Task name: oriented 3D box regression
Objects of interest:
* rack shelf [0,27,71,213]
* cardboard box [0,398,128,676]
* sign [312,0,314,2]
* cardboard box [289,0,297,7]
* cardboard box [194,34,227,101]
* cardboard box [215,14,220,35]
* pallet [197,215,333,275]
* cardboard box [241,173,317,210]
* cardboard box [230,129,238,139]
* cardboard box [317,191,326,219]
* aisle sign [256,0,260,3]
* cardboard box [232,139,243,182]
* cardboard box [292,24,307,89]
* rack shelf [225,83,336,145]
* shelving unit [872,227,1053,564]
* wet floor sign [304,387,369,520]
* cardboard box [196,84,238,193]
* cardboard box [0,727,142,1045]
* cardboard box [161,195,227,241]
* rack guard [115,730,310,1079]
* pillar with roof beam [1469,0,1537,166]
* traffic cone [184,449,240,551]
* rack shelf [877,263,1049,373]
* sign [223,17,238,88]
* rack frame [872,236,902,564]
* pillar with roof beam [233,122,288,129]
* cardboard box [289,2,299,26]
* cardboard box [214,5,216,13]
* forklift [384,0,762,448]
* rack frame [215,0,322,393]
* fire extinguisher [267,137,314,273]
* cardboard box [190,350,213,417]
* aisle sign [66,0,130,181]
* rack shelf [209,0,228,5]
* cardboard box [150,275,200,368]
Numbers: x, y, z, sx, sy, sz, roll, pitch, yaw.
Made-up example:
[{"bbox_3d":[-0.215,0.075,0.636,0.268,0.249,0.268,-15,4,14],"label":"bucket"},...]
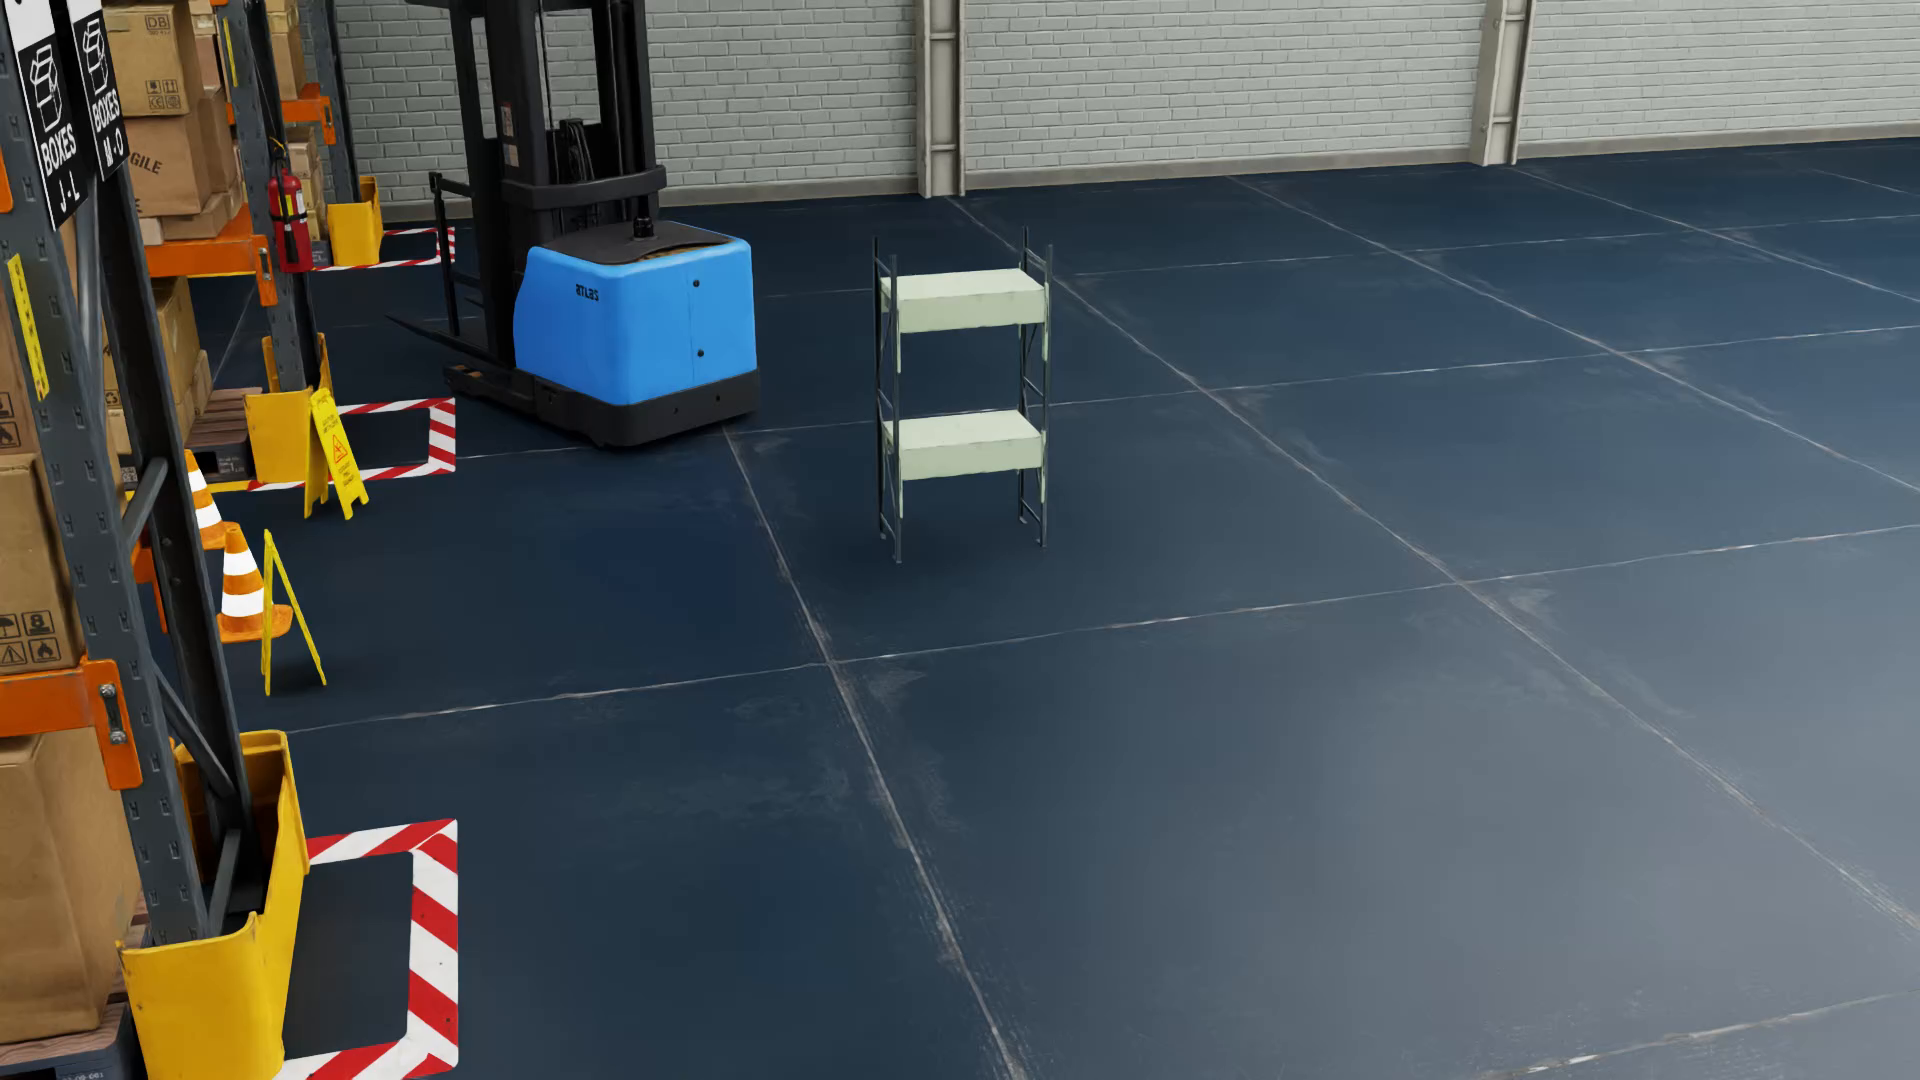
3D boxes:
[{"bbox_3d":[-4.191,-0.888,3.623,4.000,0.370,1.077,-6,24,-14],"label":"rack shelf"},{"bbox_3d":[-2.611,-0.065,4.407,0.550,0.550,0.875,-6,24,-14],"label":"cardboard box"},{"bbox_3d":[-4.911,-4.239,12.556,0.005,0.325,0.100,-6,24,-14],"label":"sign"},{"bbox_3d":[-5.426,-4.332,13.214,0.250,0.149,0.380,-7,24,-15],"label":"cardboard box"},{"bbox_3d":[-5.949,-3.648,12.820,0.500,0.500,0.500,-6,24,-13],"label":"cardboard box"},{"bbox_3d":[-5.541,-3.968,12.744,0.250,0.149,0.380,-6,24,-14],"label":"cardboard box"},{"bbox_3d":[-5.770,-2.427,13.638,1.213,0.211,1.003,-6,24,-14],"label":"pallet"},{"bbox_3d":[-5.429,-2.794,13.278,0.500,0.250,0.500,-7,24,-15],"label":"cardboard box"},{"bbox_3d":[-6.039,-3.161,13.498,0.500,0.250,0.500,-6,24,-14],"label":"cardboard box"},{"bbox_3d":[-5.570,-2.757,13.825,0.500,0.250,0.500,-6,24,-14],"label":"cardboard box"},{"bbox_3d":[-3.724,-3.240,8.701,0.004,0.787,0.394,-6,24,-14],"label":"aisle sign"},{"bbox_3d":[-5.894,-2.970,13.055,0.500,0.250,0.500,-6,24,-13],"label":"cardboard box"},{"bbox_3d":[-5.597,-3.904,13.418,0.500,0.500,0.500,-6,24,-13],"label":"cardboard box"},{"bbox_3d":[-6.970,-3.262,12.960,4.000,0.370,1.077,-6,24,-14],"label":"rack shelf"},{"bbox_3d":[0.006,-0.690,7.956,0.755,1.500,0.431,-6,24,-14],"label":"shelving unit"},{"bbox_3d":[-3.228,-0.454,8.489,0.232,0.644,0.267,2,23,4],"label":"wet floor sign"},{"bbox_3d":[-4.231,-2.159,8.973,0.500,0.500,0.500,-7,24,-15],"label":"cardboard box"},{"bbox_3d":[-2.901,0.828,4.679,0.875,0.875,0.875,-6,24,-14],"label":"cardboard box"},{"bbox_3d":[-4.002,-1.685,8.691,0.250,0.149,0.380,-5,24,-13],"label":"cardboard box"},{"bbox_3d":[-2.243,1.093,5.068,0.348,0.500,1.175,-6,24,-14],"label":"rack guard"},{"bbox_3d":[6.758,-6.474,11.926,0.400,9.000,9.100,-6,24,-14],"label":"pillar with roof beam"},{"bbox_3d":[-3.766,-0.220,8.176,0.334,0.463,0.336,-6,24,-14],"label":"traffic cone"},{"bbox_3d":[0.006,-1.049,7.802,0.720,0.370,0.431,-6,24,-14],"label":"rack shelf"},{"bbox_3d":[-3.569,-2.386,8.137,0.005,0.325,0.100,-6,24,-14],"label":"sign"},{"bbox_3d":[-0.346,-0.651,7.865,0.023,1.500,0.400,-6,24,-14],"label":"rack frame"},{"bbox_3d":[-4.795,-5.196,8.948,0.400,9.000,9.100,-6,24,-14],"label":"pillar with roof beam"},{"bbox_3d":[-5.441,-4.212,13.313,0.250,0.149,0.380,-7,24,-16],"label":"cardboard box"},{"bbox_3d":[-5.562,-4.130,12.745,0.250,0.149,0.380,-6,24,-14],"label":"cardboard box"},{"bbox_3d":[-2.589,-2.351,10.011,3.031,2.935,1.130,21,31,40],"label":"forklift"},{"bbox_3d":[-3.700,-1.921,8.924,0.127,3.000,1.000,-6,24,-14],"label":"rack frame"},{"bbox_3d":[-3.465,-1.723,8.560,0.183,0.674,0.296,-6,24,-14],"label":"fire extinguisher"},{"bbox_3d":[-4.551,-0.870,9.428,0.500,0.250,0.500,-7,24,-15],"label":"cardboard box"},{"bbox_3d":[-2.278,-1.369,4.340,0.004,0.787,0.394,-6,24,-14],"label":"aisle sign"},{"bbox_3d":[-5.626,-2.756,7.978,4.000,0.370,1.077,-6,24,-14],"label":"rack shelf"},{"bbox_3d":[-4.574,-1.212,9.274,0.500,0.500,0.500,-7,24,-16],"label":"cardboard box"}]
